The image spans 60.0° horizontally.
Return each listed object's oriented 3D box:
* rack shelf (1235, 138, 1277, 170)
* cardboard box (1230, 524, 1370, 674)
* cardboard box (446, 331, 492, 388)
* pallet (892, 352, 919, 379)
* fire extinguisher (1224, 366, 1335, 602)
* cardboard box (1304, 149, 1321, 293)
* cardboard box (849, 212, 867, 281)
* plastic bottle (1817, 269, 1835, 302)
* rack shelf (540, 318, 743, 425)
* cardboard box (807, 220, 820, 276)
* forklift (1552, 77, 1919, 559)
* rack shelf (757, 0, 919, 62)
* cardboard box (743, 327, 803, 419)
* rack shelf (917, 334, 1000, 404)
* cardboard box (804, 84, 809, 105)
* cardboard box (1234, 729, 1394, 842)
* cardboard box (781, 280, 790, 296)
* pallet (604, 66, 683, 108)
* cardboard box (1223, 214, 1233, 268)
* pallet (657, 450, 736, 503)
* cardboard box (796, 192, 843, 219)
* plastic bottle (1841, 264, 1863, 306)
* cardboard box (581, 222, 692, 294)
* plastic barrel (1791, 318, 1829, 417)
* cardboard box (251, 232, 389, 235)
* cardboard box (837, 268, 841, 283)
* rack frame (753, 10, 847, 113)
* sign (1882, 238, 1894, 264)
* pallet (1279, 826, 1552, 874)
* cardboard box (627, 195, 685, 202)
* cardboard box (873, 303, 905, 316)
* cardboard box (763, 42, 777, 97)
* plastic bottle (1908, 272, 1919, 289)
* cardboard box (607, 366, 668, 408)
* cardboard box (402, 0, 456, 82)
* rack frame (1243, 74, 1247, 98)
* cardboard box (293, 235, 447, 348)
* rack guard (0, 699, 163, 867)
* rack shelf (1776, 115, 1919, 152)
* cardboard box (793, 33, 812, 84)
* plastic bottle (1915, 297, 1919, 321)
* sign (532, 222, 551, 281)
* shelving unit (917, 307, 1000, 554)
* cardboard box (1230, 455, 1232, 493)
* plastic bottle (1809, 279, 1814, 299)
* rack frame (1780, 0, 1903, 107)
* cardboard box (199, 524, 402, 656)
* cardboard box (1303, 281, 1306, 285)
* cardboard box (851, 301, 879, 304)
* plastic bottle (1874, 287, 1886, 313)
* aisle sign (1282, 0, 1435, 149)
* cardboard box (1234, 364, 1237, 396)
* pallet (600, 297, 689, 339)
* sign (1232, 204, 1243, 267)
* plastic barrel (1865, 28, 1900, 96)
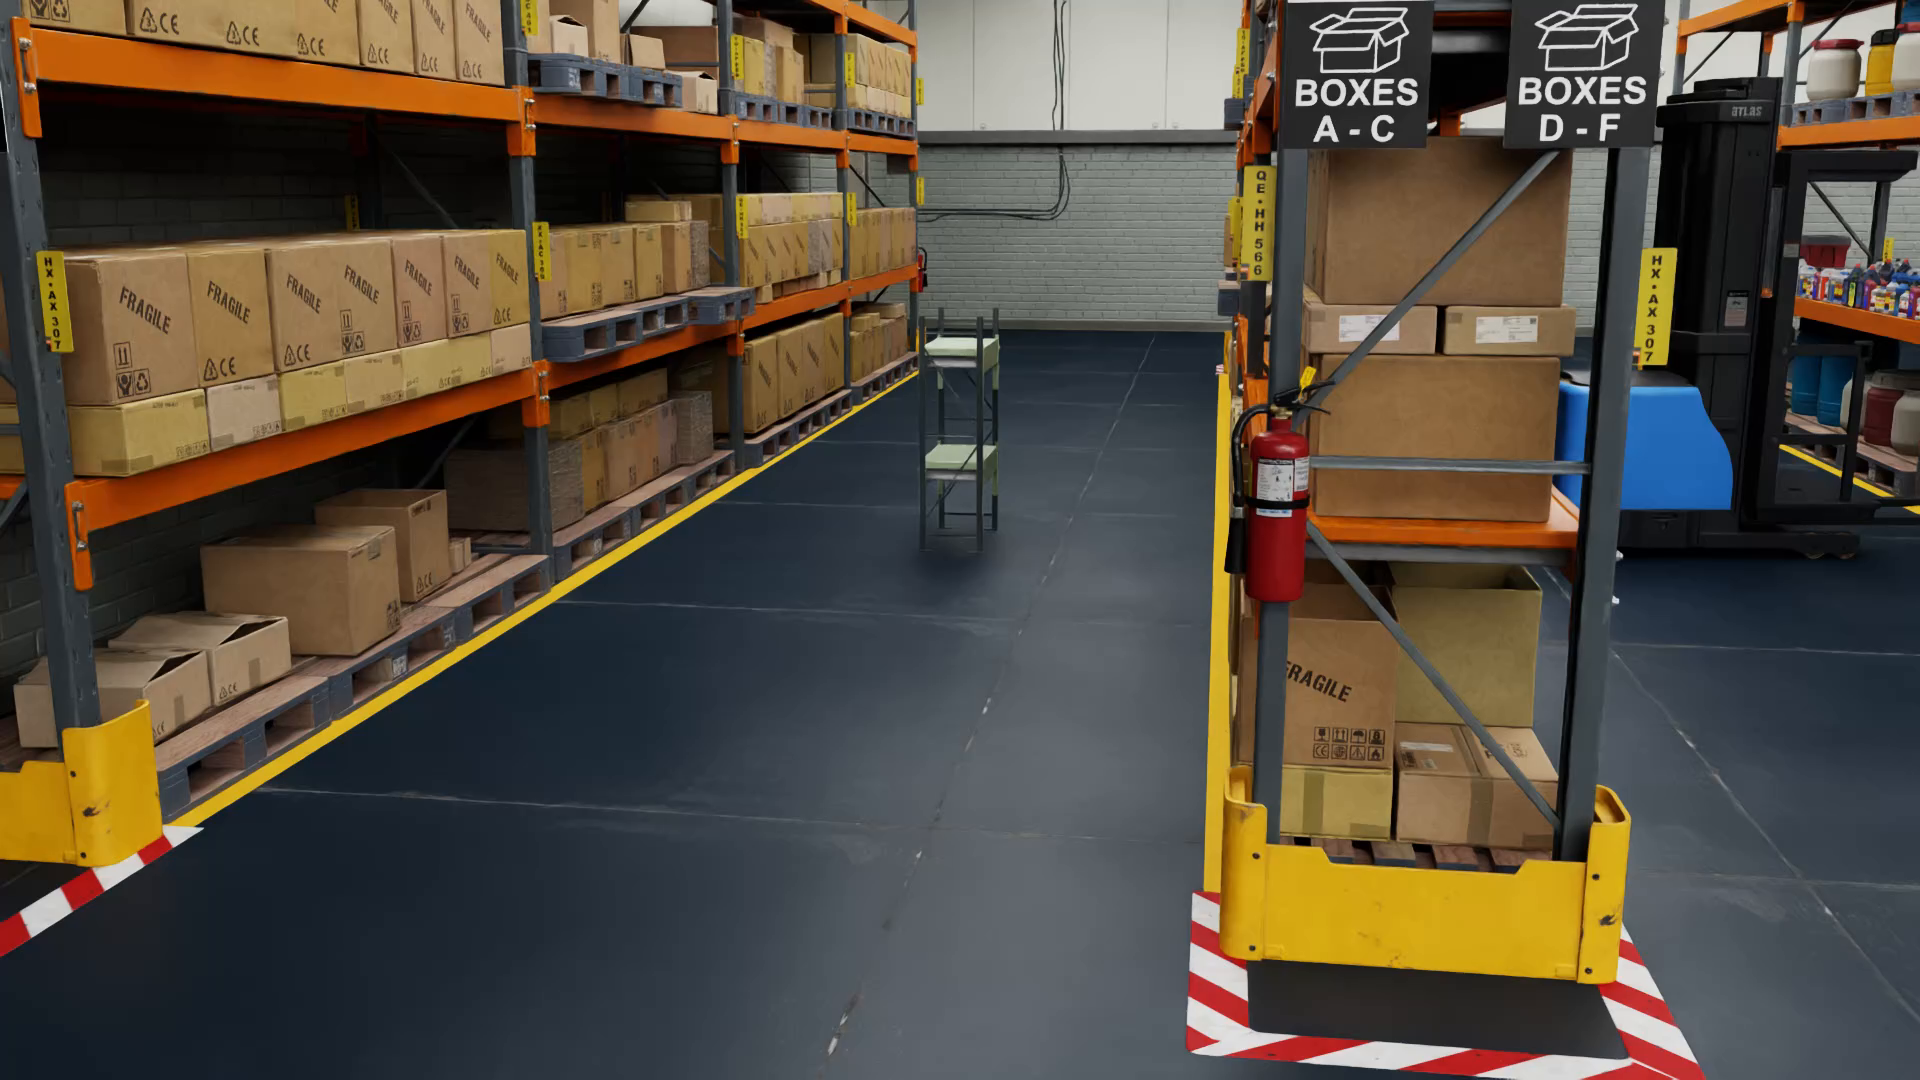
[{"bbox_3d":[3.554,-4.242,18.143,1.077,0.370,4.000,2,12,9],"label":"rack shelf"},{"bbox_3d":[1.329,0.230,6.558,0.500,0.500,0.500,2,12,9],"label":"cardboard box"},{"bbox_3d":[-2.737,-0.930,8.496,0.500,0.250,0.500,2,12,9],"label":"cardboard box"},{"bbox_3d":[-1.079,-2.171,20.566,1.003,0.211,1.213,2,12,9],"label":"pallet"},{"bbox_3d":[0.924,-0.165,4.824,0.296,0.674,0.183,2,12,9],"label":"fire extinguisher"},{"bbox_3d":[1.569,-1.113,5.722,0.700,0.500,0.500,2,12,7],"label":"cardboard box"},{"bbox_3d":[-1.549,-3.129,17.683,0.980,0.700,0.700,2,12,10],"label":"cardboard box"},{"bbox_3d":[7.550,-2.212,14.432,0.152,0.276,0.135,2,12,9],"label":"plastic bottle"},{"bbox_3d":[-2.572,-1.270,11.473,1.077,0.370,4.000,2,12,9],"label":"rack shelf"},{"bbox_3d":[-1.625,-2.759,15.687,0.500,0.500,0.500,2,12,9],"label":"cardboard box"},{"bbox_3d":[5.277,-1.427,10.660,3.031,2.935,1.130,0,12,0],"label":"forklift"},{"bbox_3d":[-1.341,-5.672,18.611,1.077,0.370,4.000,2,12,9],"label":"rack shelf"},{"bbox_3d":[-1.880,-1.523,15.047,0.750,0.750,0.750,2,12,8],"label":"cardboard box"},{"bbox_3d":[-0.001,-1.113,10.747,0.431,0.370,0.720,2,12,9],"label":"rack shelf"},{"bbox_3d":[-1.775,-4.668,17.534,0.500,0.250,0.500,2,12,9],"label":"cardboard box"},{"bbox_3d":[1.191,0.805,5.668,0.500,0.250,0.500,2,12,9],"label":"cardboard box"},{"bbox_3d":[-1.759,-2.305,15.120,0.380,0.149,0.250,2,12,9],"label":"cardboard box"},{"bbox_3d":[-2.523,-2.921,10.752,1.213,0.211,1.003,2,12,9],"label":"pallet"},{"bbox_3d":[2.952,-2.874,15.973,0.700,0.500,0.500,-2,12,-10],"label":"cardboard box"},{"bbox_3d":[-2.386,-0.512,12.868,1.003,0.211,1.213,2,12,9],"label":"pallet"},{"bbox_3d":[-1.468,-3.336,16.580,0.500,0.250,0.500,2,12,10],"label":"cardboard box"},{"bbox_3d":[7.456,-2.127,13.859,0.144,0.351,0.185,2,12,9],"label":"plastic bottle"},{"bbox_3d":[-2.386,-2.086,12.273,0.700,0.500,0.500,1,12,3],"label":"cardboard box"},{"bbox_3d":[8.040,-1.616,15.357,0.600,0.901,0.708,2,12,9],"label":"plastic barrel"},{"bbox_3d":[-3.241,-1.310,8.478,0.500,0.500,0.500,2,12,8],"label":"cardboard box"},{"bbox_3d":[-1.421,-2.678,16.848,0.380,0.149,0.250,2,12,9],"label":"cardboard box"},{"bbox_3d":[-1.649,-5.803,16.561,1.000,3.000,0.127,2,12,9],"label":"rack frame"},{"bbox_3d":[8.683,-2.667,15.590,0.100,0.325,0.005,2,12,9],"label":"sign"},{"bbox_3d":[1.477,0.990,5.899,1.003,0.211,1.213,2,12,9],"label":"pallet"},{"bbox_3d":[-2.451,-2.711,13.683,0.500,0.250,0.500,2,12,10],"label":"cardboard box"},{"bbox_3d":[-0.882,-2.822,20.365,0.380,0.149,0.250,2,12,8],"label":"cardboard box"},{"bbox_3d":[-2.055,-4.201,14.965,0.700,0.500,0.500,2,12,9],"label":"cardboard box"},{"bbox_3d":[8.083,-2.137,14.094,0.097,0.271,0.097,0,12,0],"label":"plastic bottle"},{"bbox_3d":[-2.473,-1.129,12.223,0.500,0.250,0.500,2,12,10],"label":"cardboard box"},{"bbox_3d":[-2.803,-2.512,8.125,0.500,0.500,0.500,1,12,4],"label":"cardboard box"},{"bbox_3d":[3.246,-5.643,15.820,1.000,3.000,0.127,2,12,9],"label":"rack frame"},{"bbox_3d":[-2.806,-1.191,7.929,0.500,0.500,0.500,2,12,7],"label":"cardboard box"},{"bbox_3d":[-3.483,0.834,5.938,1.175,0.500,0.348,2,12,9],"label":"rack guard"},{"bbox_3d":[7.833,-3.248,13.531,1.077,0.370,4.000,2,12,9],"label":"rack shelf"},{"bbox_3d":[-1.772,-5.037,17.469,0.500,0.500,0.500,2,12,8],"label":"cardboard box"},{"bbox_3d":[7.201,-1.741,12.424,0.097,0.201,0.097,0,12,0],"label":"plastic bottle"},{"bbox_3d":[-2.342,-1.612,9.300,0.100,0.325,0.005,2,12,9],"label":"sign"},{"bbox_3d":[-0.001,-0.732,10.829,0.431,1.500,0.755,2,12,9],"label":"shelving unit"},{"bbox_3d":[2.110,-0.427,11.383,0.500,0.250,0.500,2,12,7],"label":"cardboard box"},{"bbox_3d":[7.561,-2.228,14.685,0.097,0.201,0.097,0,12,0],"label":"plastic bottle"},{"bbox_3d":[8.140,-5.482,15.071,1.000,3.000,0.127,2,12,9],"label":"rack frame"},{"bbox_3d":[-3.049,0.224,7.725,0.700,0.500,0.500,1,12,5],"label":"cardboard box"},{"bbox_3d":[1.430,-0.879,6.176,0.380,0.149,0.250,2,12,10],"label":"cardboard box"},{"bbox_3d":[-1.221,-2.887,20.667,0.380,0.149,0.250,2,12,9],"label":"cardboard box"},{"bbox_3d":[7.327,-1.911,13.211,0.097,0.201,0.097,0,12,0],"label":"plastic bottle"},{"bbox_3d":[1.101,-1.479,4.567,0.394,0.787,0.004,2,12,9],"label":"aisle sign"},{"bbox_3d":[2.698,-1.291,14.751,0.500,0.500,0.500,1,12,7],"label":"cardboard box"},{"bbox_3d":[-2.528,-1.531,11.431,1.003,0.211,1.213,2,12,9],"label":"pallet"},{"bbox_3d":[1.478,-1.588,8.683,0.100,0.325,0.005,2,12,9],"label":"sign"},{"bbox_3d":[8.200,-4.117,14.411,0.600,0.588,0.600,0,12,0],"label":"plastic barrel"}]
